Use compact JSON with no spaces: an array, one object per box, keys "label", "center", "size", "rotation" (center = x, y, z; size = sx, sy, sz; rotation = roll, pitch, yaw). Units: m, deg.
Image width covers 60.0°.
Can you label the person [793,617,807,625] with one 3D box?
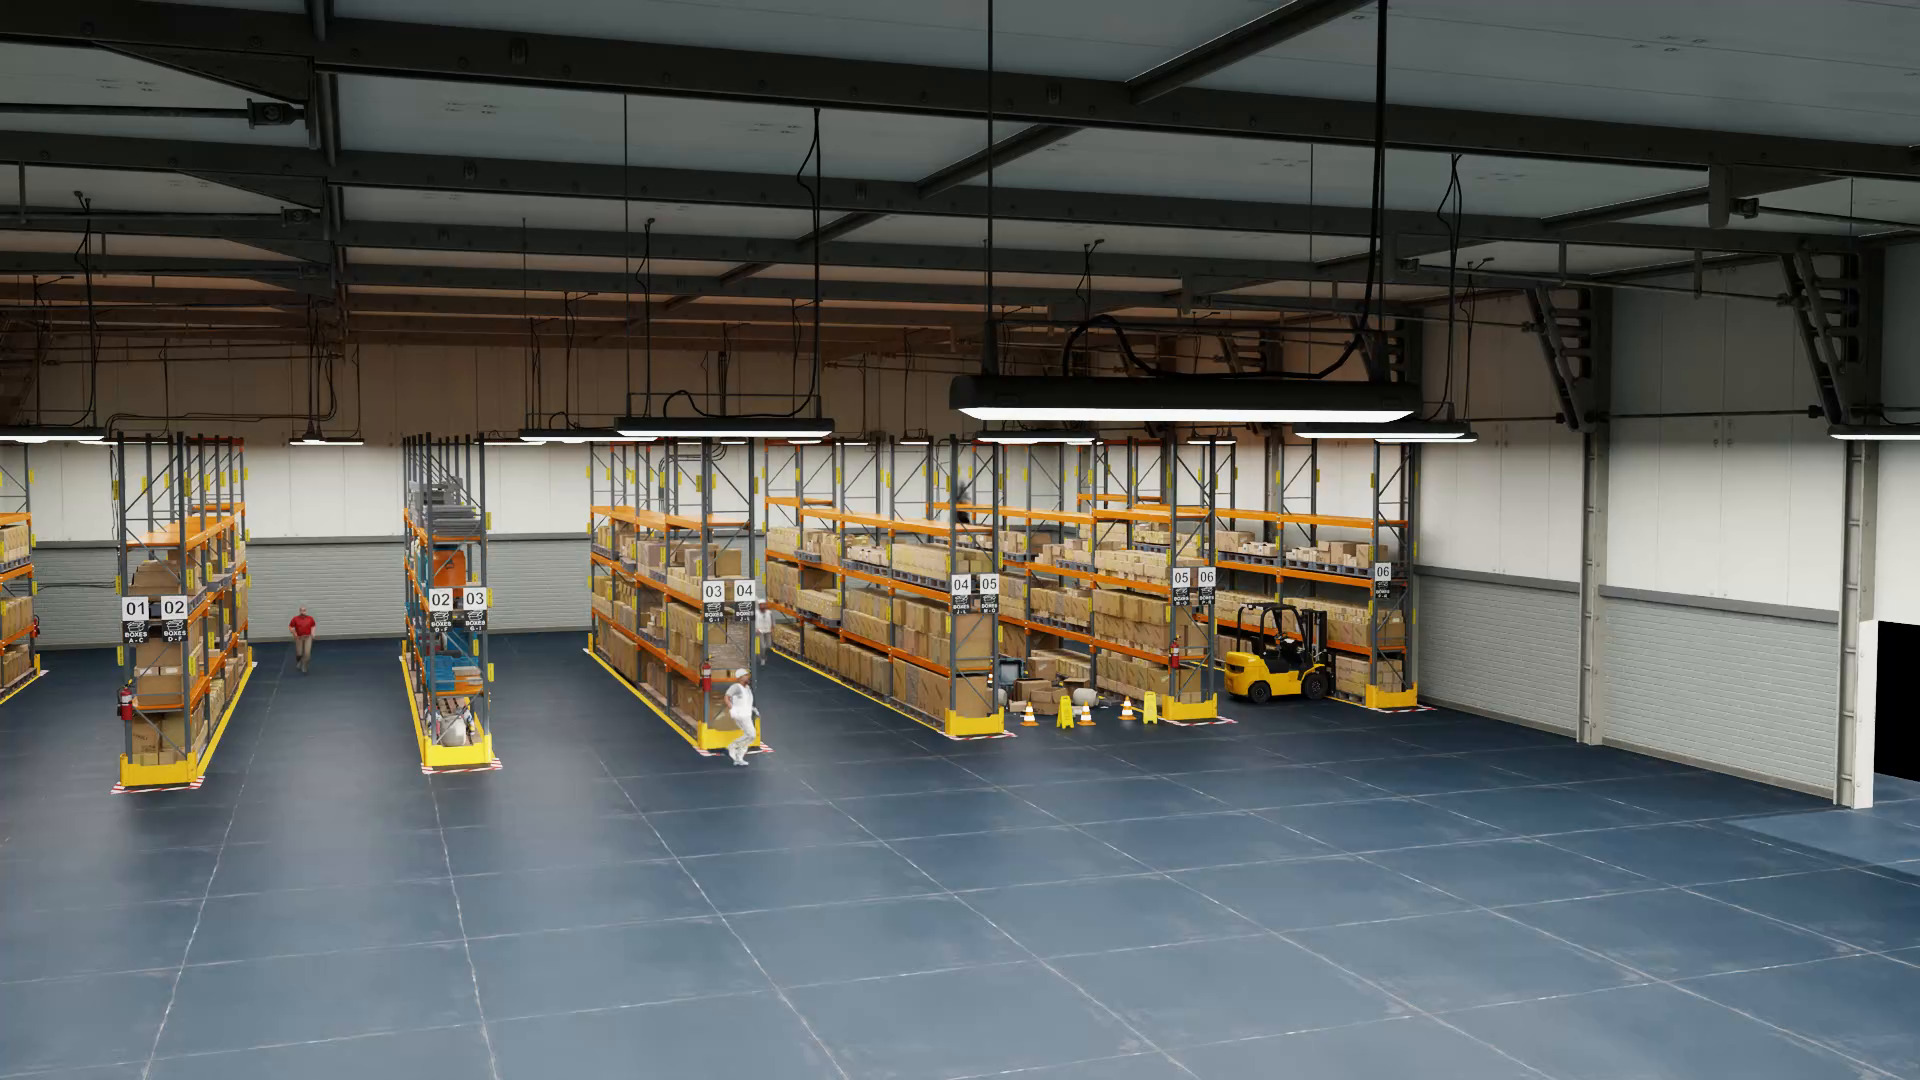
[{"label":"person","center":[-4.755,2.143,49.837],"size":[0.696,1.694,0.581],"rotation":[-1,3,-22]}]

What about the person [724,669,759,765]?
[{"label":"person","center":[-3.907,3.199,30.134],"size":[0.534,1.723,0.745],"rotation":[1,3,13]}]

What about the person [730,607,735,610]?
[{"label":"person","center":[-6.489,2.280,46.854],"size":[0.679,1.707,0.879],"rotation":[-1,3,-11]}]

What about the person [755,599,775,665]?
[{"label":"person","center":[-5.181,2.430,43.920],"size":[0.666,1.737,0.528],"rotation":[-1,3,-18]}]

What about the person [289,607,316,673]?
[{"label":"person","center":[-16.732,2.531,42.381],"size":[0.652,1.678,0.542],"rotation":[-2,4,-29]}]
